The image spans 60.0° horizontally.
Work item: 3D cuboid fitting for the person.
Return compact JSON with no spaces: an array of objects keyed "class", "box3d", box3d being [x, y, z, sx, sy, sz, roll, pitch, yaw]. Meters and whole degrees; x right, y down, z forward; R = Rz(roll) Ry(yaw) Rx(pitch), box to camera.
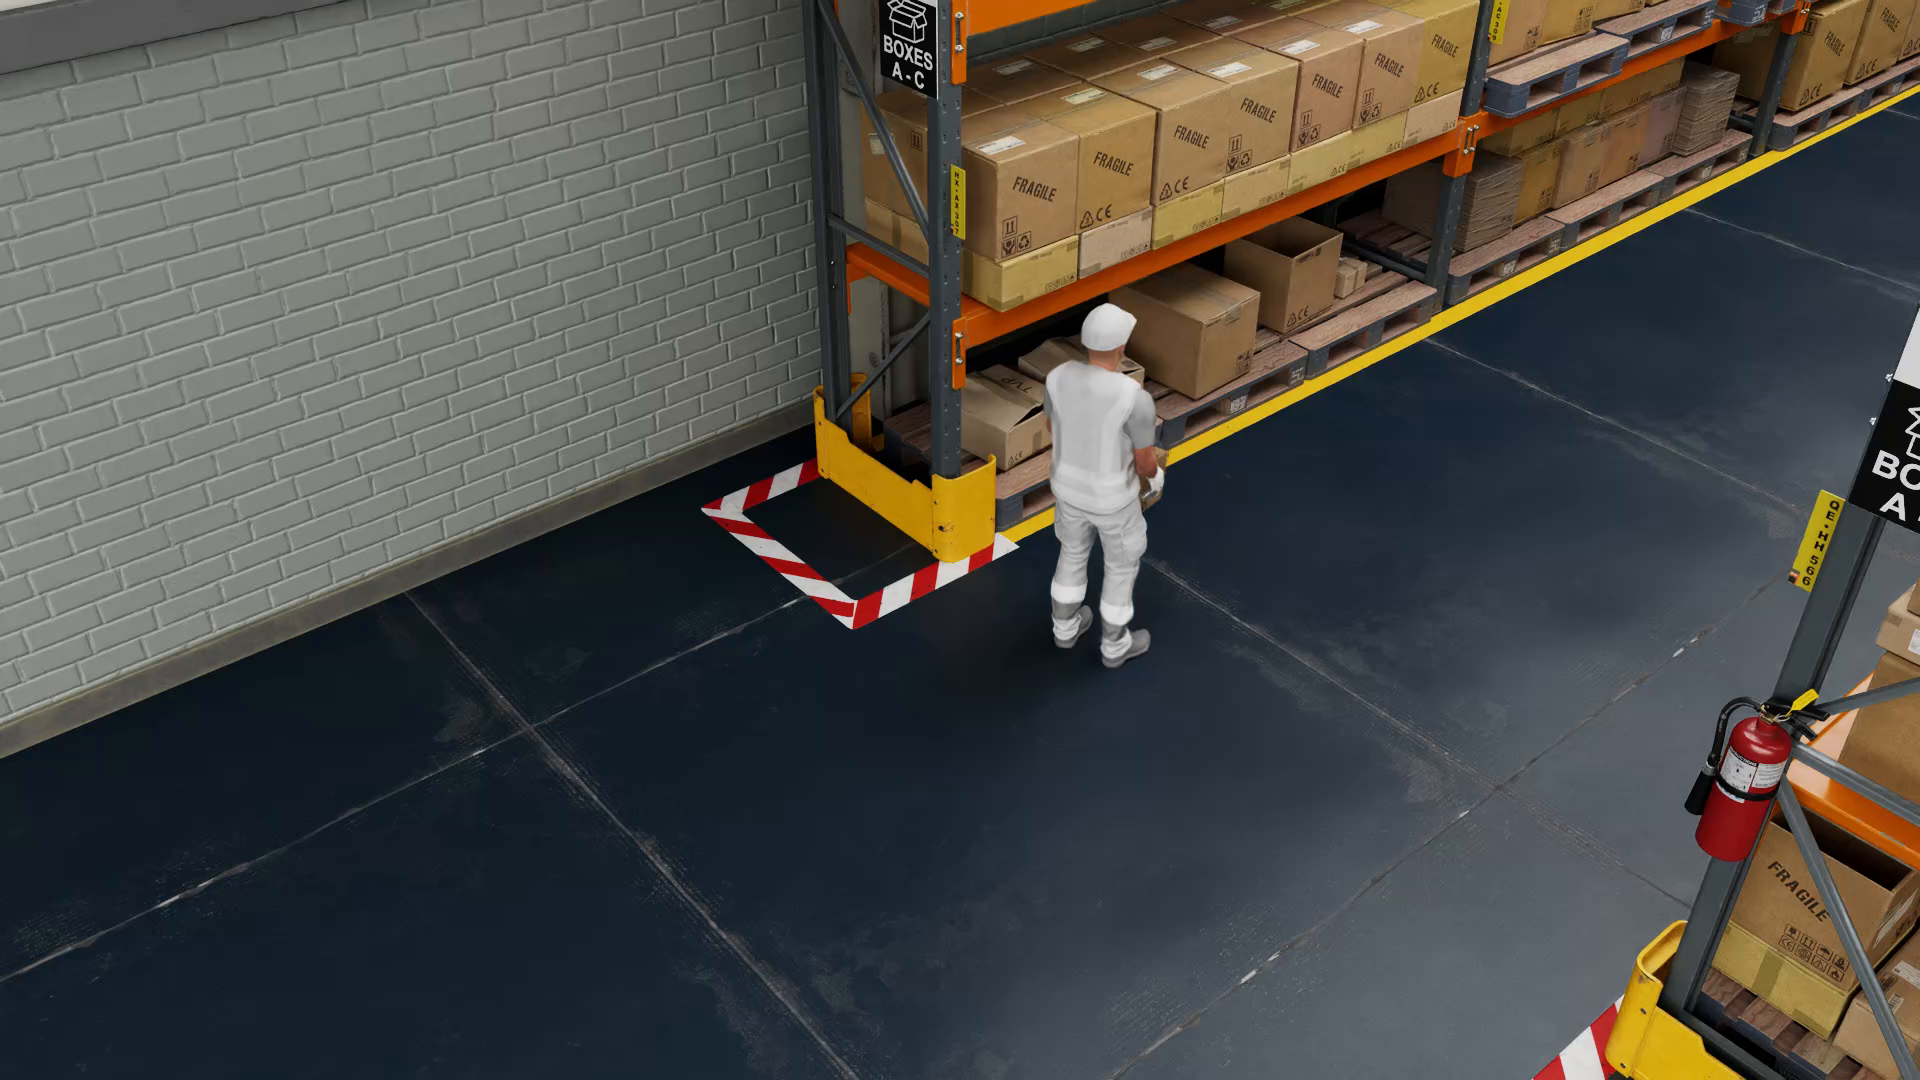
[{"class":"person","box3d":[0.630,-0.247,7.401,0.535,1.792,0.462,23,41,28]}]
